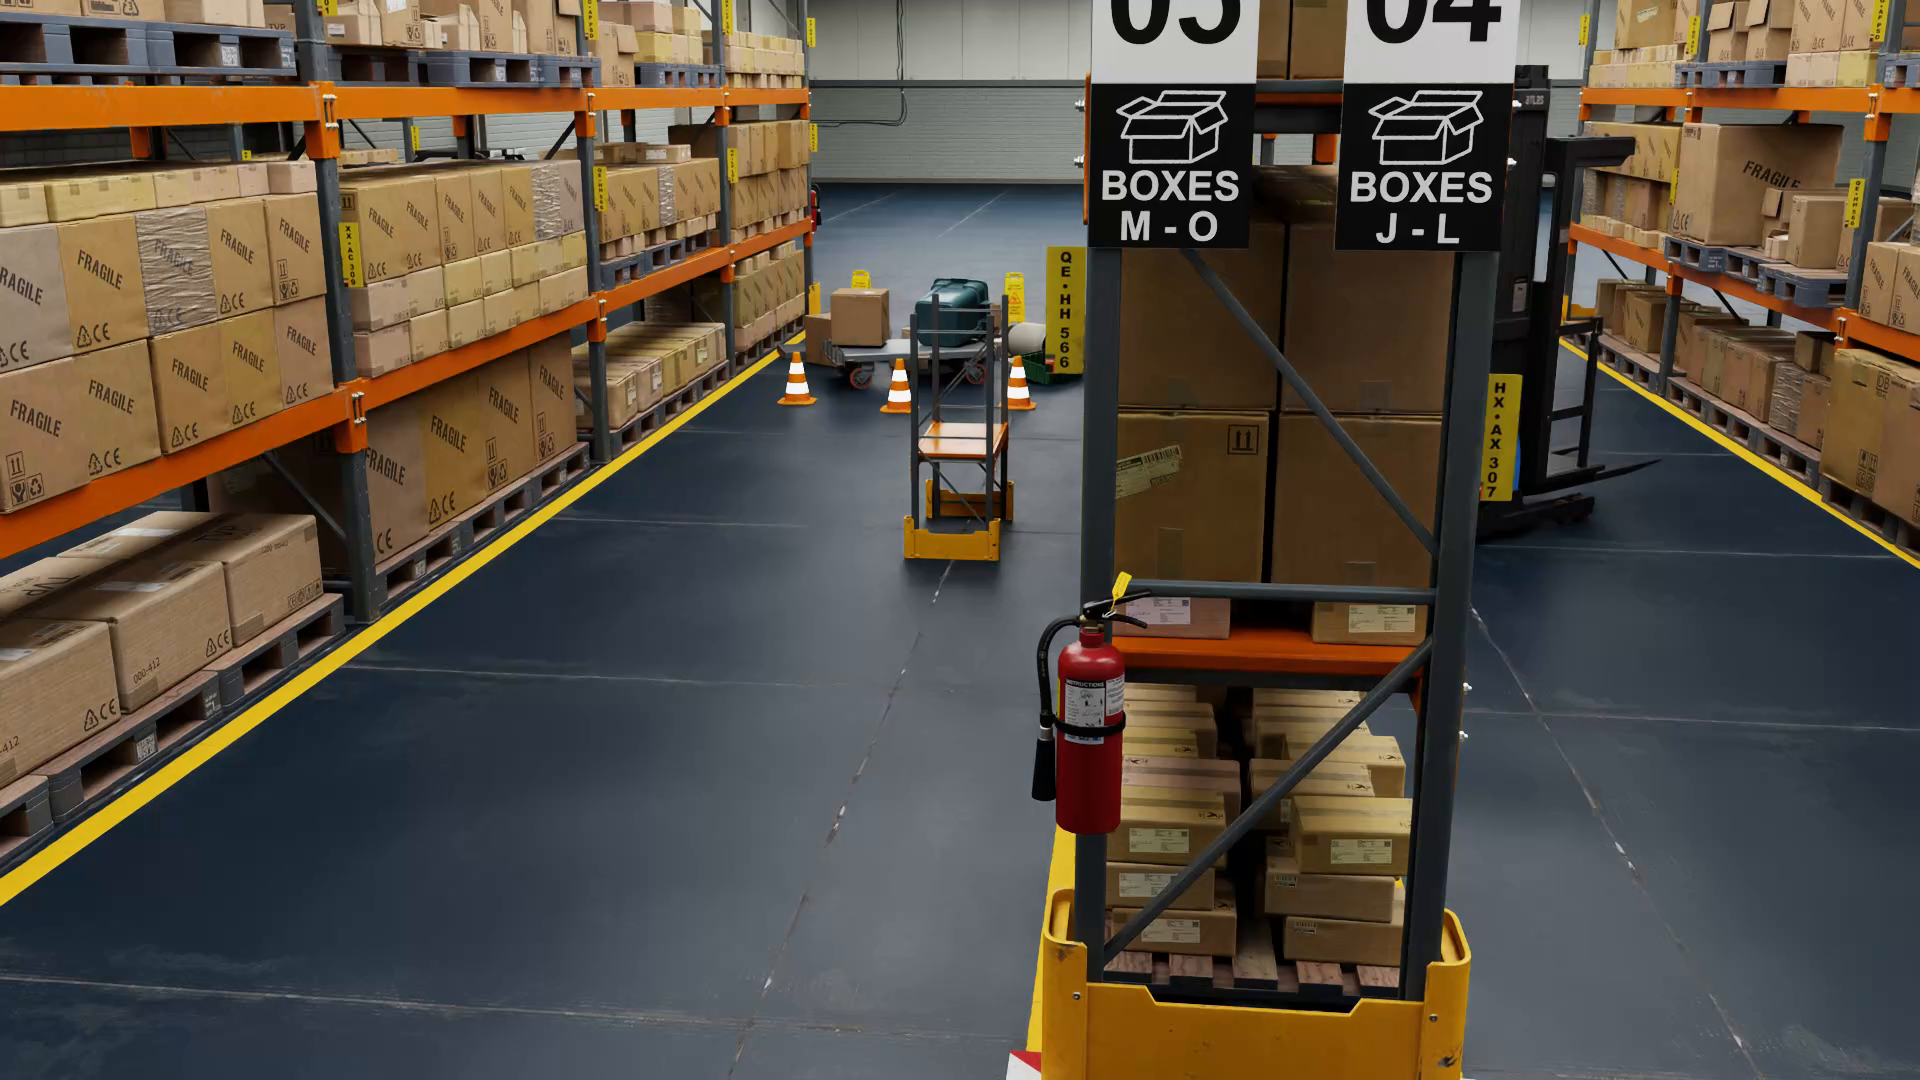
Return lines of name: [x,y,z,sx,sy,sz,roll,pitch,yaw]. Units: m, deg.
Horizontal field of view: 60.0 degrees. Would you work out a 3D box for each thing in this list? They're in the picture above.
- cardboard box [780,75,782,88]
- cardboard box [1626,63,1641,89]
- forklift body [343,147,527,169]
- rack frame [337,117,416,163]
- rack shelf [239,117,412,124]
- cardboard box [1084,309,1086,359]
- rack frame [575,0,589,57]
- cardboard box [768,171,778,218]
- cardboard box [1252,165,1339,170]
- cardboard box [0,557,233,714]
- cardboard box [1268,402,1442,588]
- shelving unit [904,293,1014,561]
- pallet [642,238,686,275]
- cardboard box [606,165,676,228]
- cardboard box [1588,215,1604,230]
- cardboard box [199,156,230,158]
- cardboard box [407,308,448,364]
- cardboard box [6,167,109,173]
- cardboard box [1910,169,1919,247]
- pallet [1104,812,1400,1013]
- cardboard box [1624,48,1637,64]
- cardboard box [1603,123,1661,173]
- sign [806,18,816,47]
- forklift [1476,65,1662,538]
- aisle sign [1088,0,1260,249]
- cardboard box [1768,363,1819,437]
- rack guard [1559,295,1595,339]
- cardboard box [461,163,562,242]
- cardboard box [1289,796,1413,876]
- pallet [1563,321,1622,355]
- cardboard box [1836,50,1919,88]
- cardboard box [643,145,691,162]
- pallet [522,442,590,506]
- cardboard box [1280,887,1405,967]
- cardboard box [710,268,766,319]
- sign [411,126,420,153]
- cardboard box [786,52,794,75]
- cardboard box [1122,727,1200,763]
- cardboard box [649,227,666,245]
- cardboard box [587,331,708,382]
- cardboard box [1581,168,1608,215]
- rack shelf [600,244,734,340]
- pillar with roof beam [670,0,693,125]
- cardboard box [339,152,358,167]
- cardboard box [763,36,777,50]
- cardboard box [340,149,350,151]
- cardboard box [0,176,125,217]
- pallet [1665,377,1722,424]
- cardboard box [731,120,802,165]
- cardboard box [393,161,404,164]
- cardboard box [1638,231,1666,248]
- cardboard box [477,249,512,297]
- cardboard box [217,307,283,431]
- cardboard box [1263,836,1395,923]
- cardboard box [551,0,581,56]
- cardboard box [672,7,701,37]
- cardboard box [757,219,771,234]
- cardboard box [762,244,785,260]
cardboard box: [-2.221,-5.154,18.713,0.380,0.149,0.250,2,15,7]
cardboard box: [7.066,-4.695,16.818,0.500,0.250,0.500,2,15,8]
forklift body: [-5.638,-3.316,18.803,2.313,2.155,1.214,2,15,6]
rack frame: [-7.237,-4.271,20.710,1.000,3.000,0.127,2,15,6]
rack shelf: [-7.462,-4.853,18.494,1.077,0.370,4.000,2,15,6]
cardboard box: [1.330,-2.196,17.821,0.500,0.500,0.500,4,16,16]
rack frame: [-3.207,-4.947,11.717,1.000,3.000,0.127,2,15,6]
cardboard box: [-2.289,-3.778,18.127,0.500,0.500,0.500,2,15,7]
cardboard box: [1.487,-1.438,7.558,0.500,0.500,0.500,1,15,4]
cardboard box: [-3.936,0.413,7.494,0.875,0.438,0.875,1,15,5]
cardboard box: [1.145,-0.157,4.733,0.500,0.500,0.500,2,15,9]
shelving unit: [0.009,-0.744,10.539,0.587,1.500,1.083,2,15,6]
pallet: [-3.024,-2.473,14.428,1.003,0.211,1.213,2,15,6]
cardboard box: [-2.757,-2.958,14.289,0.500,0.500,0.500,1,15,4]
cardboard box: [7.183,-3.517,18.403,0.380,0.149,0.250,2,15,6]
cardboard box: [-7.900,-4.030,17.815,0.380,0.149,0.250,1,15,5]
cardboard box: [-3.290,-1.182,9.573,0.500,0.250,0.500,1,15,5]
cardboard box: [-4.041,-1.586,7.431,0.380,0.149,0.250,2,15,6]
cardboard box: [6.541,-2.102,10.577,0.797,0.503,0.637,2,15,8]
pallet: [0.955,1.260,5.596,1.003,0.211,1.213,2,15,6]
cardboard box: [7.101,-5.001,17.187,0.380,0.149,0.250,1,15,4]
cardboard box: [7.091,-4.115,17.455,0.500,0.500,0.500,2,15,6]
sign: [-1.755,-5.980,19.586,0.100,0.325,0.005,2,15,6]
forklift: [3.640,-1.618,11.029,3.031,2.935,1.130,-11,19,-35]
aisle sign: [0.514,-1.101,4.008,0.394,0.787,0.004,2,15,6]
cardboard box: [6.745,-1.083,12.867,0.700,0.500,0.500,0,15,2]
rack guard: [7.534,-2.607,19.347,1.175,0.500,0.348,2,15,6]
cardboard box: [-3.055,-2.307,11.339,0.500,0.500,0.500,2,15,7]
cardboard box: [1.217,0.904,5.089,0.380,0.149,0.250,1,15,4]
pallet: [7.407,-2.258,18.609,1.003,0.211,1.213,2,15,6]
cardboard box: [6.450,-3.265,11.531,0.500,0.250,0.500,2,15,6]
cardboard box: [-2.648,-3.490,15.015,0.380,0.149,0.250,1,15,5]
pallet: [-3.371,-0.502,12.116,1.003,0.211,1.213,2,15,6]
cardboard box: [1.197,1.191,5.169,0.380,0.149,0.250,2,15,7]
cardboard box: [-2.372,-2.610,17.594,0.500,0.500,0.500,2,15,9]
sign: [-6.699,-4.925,20.456,0.100,0.325,0.005,2,15,6]
cardboard box: [-2.166,-5.374,18.761,0.500,0.250,0.500,1,15,5]
cardboard box: [0.616,0.751,5.656,0.380,0.149,0.250,1,15,5]
cardboard box: [-2.755,-2.629,14.314,0.380,0.149,0.250,2,15,8]
cardboard box: [-2.890,-1.700,15.431,0.950,0.372,0.625,3,15,10]
cardboard box: [7.453,-3.884,18.517,0.875,0.500,0.500,2,15,6]
rack shelf: [-2.981,-2.222,14.512,1.077,0.370,4.000,2,15,6]
pillar with roof beam: [-1.902,-11.555,36.154,9.100,9.000,0.400,2,15,6]
cardboard box: [-7.112,-4.343,18.972,0.380,0.149,0.250,2,15,7]
cardboard box: [-2.189,-5.342,17.879,0.380,0.149,0.250,2,15,8]
cardboard box: [-7.579,-4.628,20.027,0.380,0.149,0.250,2,15,8]
cardboard box: [-3.597,-1.374,6.648,0.380,0.149,0.250,2,15,6]
pallet: [7.005,-1.248,14.874,1.003,0.211,1.213,2,15,6]
cardboard box: [-2.210,-4.530,18.992,0.700,0.500,0.500,2,15,7]
cardboard box: [-6.997,-4.534,20.249,0.380,0.149,0.250,2,15,7]
cardboard box: [6.866,-2.935,16.252,0.380,0.149,0.250,2,15,6]
cardboard box: [-3.159,-1.685,10.478,0.500,0.250,0.500,1,15,5]
cardboard box: [-3.509,-0.800,7.683,0.500,0.500,0.500,1,15,5]
cardboard box: [1.134,1.045,5.137,0.380,0.149,0.250,2,15,9]
cardboard box: [-3.100,-3.649,11.662,0.797,0.503,0.637,1,15,3]
cardboard box: [-2.694,-4.754,15.275,0.500,0.250,0.500,2,15,8]
cardboard box: [-2.248,-3.371,17.862,0.380,0.149,0.250,2,15,7]
cardboard box: [-2.173,-3.230,18.645,0.380,0.149,0.250,2,15,9]
